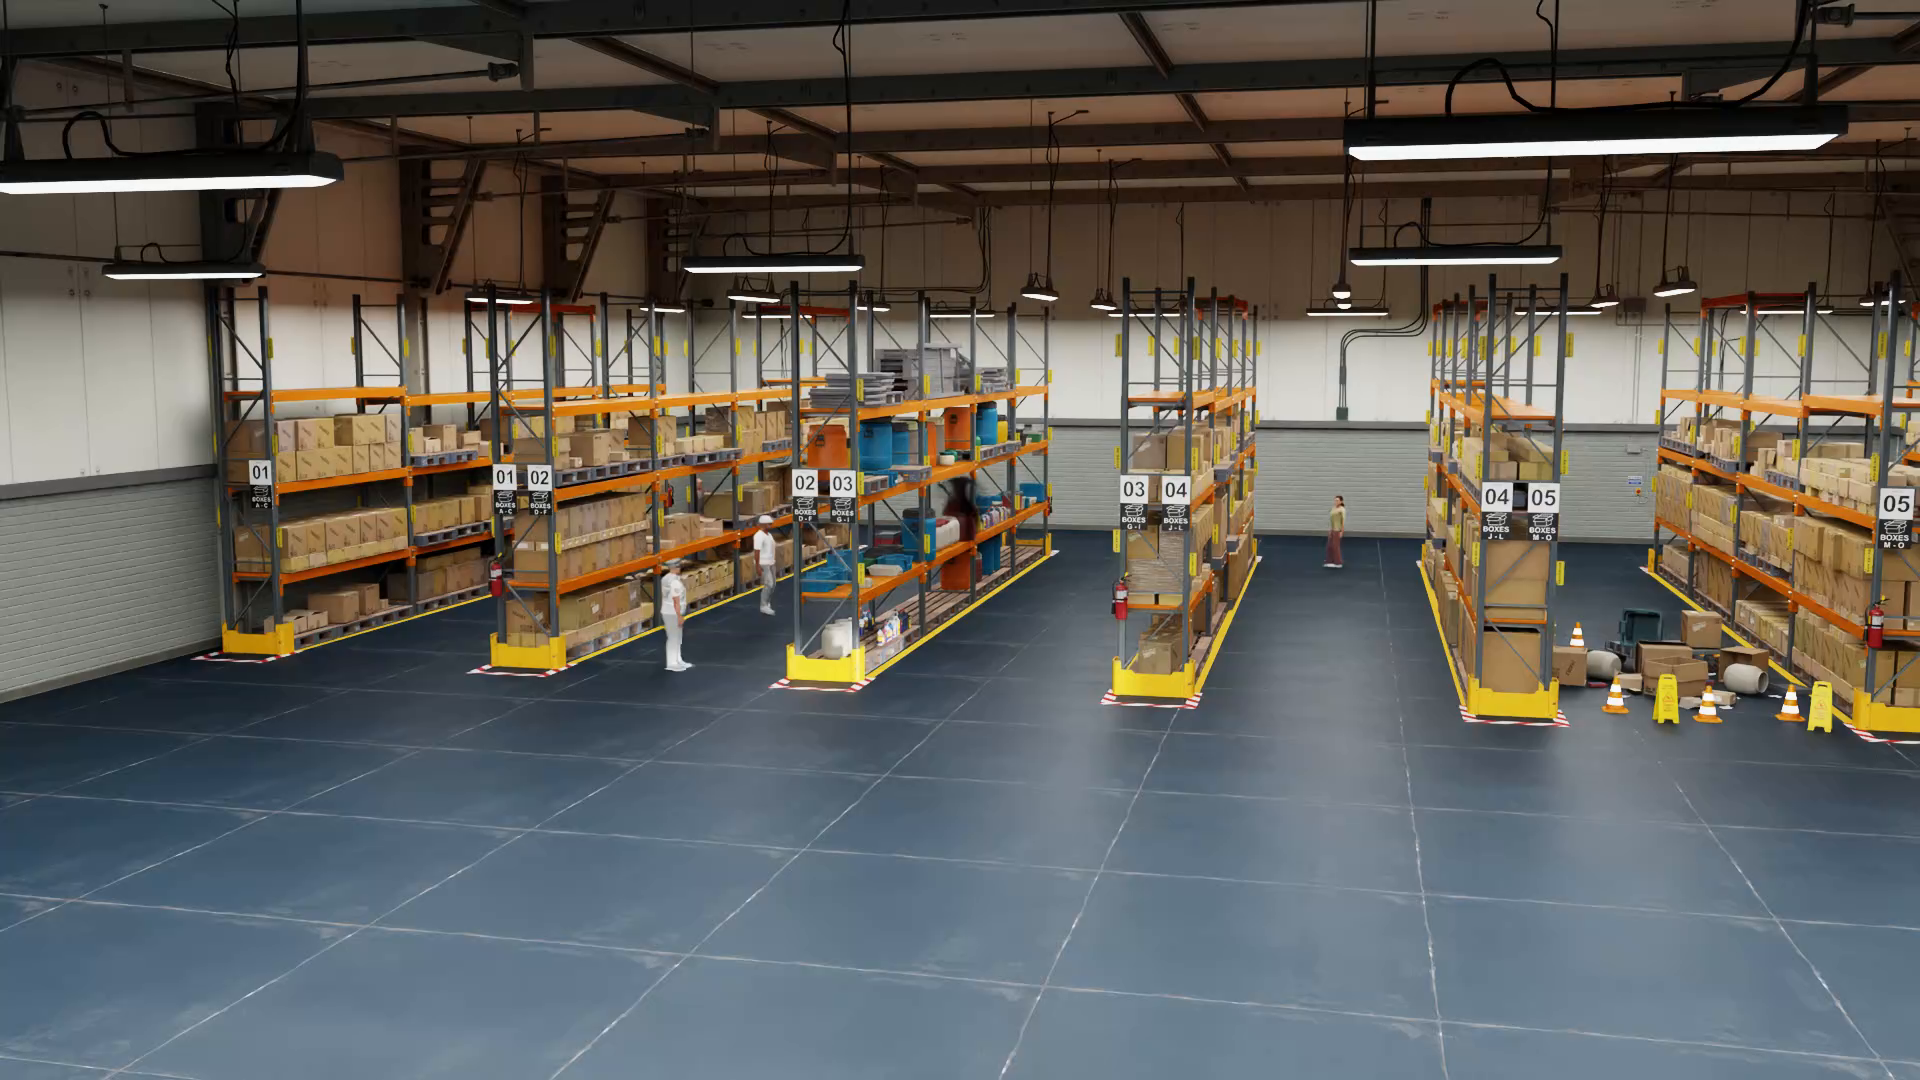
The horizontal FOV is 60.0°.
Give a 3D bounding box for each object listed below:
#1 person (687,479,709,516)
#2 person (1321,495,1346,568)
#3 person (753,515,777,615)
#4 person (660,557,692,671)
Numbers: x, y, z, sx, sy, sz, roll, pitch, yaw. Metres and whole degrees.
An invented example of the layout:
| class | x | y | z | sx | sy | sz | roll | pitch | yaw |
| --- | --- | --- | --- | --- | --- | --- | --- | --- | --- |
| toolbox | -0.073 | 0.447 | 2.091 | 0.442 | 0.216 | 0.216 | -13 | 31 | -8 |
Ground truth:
| class | x | y | z | sx | sy | sz | roll | pitch | yaw |
| --- | --- | --- | --- | --- | --- | --- | --- | --- | --- |
| person | -6.529 | -0.658 | 41.520 | 0.561 | 1.737 | 1.024 | 1 | 7 | 12 |
| person | 8.580 | -0.181 | 38.208 | 0.495 | 1.709 | 0.446 | -1 | 7 | -6 |
| person | -3.479 | 0.467 | 29.746 | 0.469 | 1.825 | 0.642 | 3 | 7 | 22 |
| person | -4.438 | 1.158 | 25.983 | 0.478 | 1.768 | 0.595 | -1 | 7 | -10 |
